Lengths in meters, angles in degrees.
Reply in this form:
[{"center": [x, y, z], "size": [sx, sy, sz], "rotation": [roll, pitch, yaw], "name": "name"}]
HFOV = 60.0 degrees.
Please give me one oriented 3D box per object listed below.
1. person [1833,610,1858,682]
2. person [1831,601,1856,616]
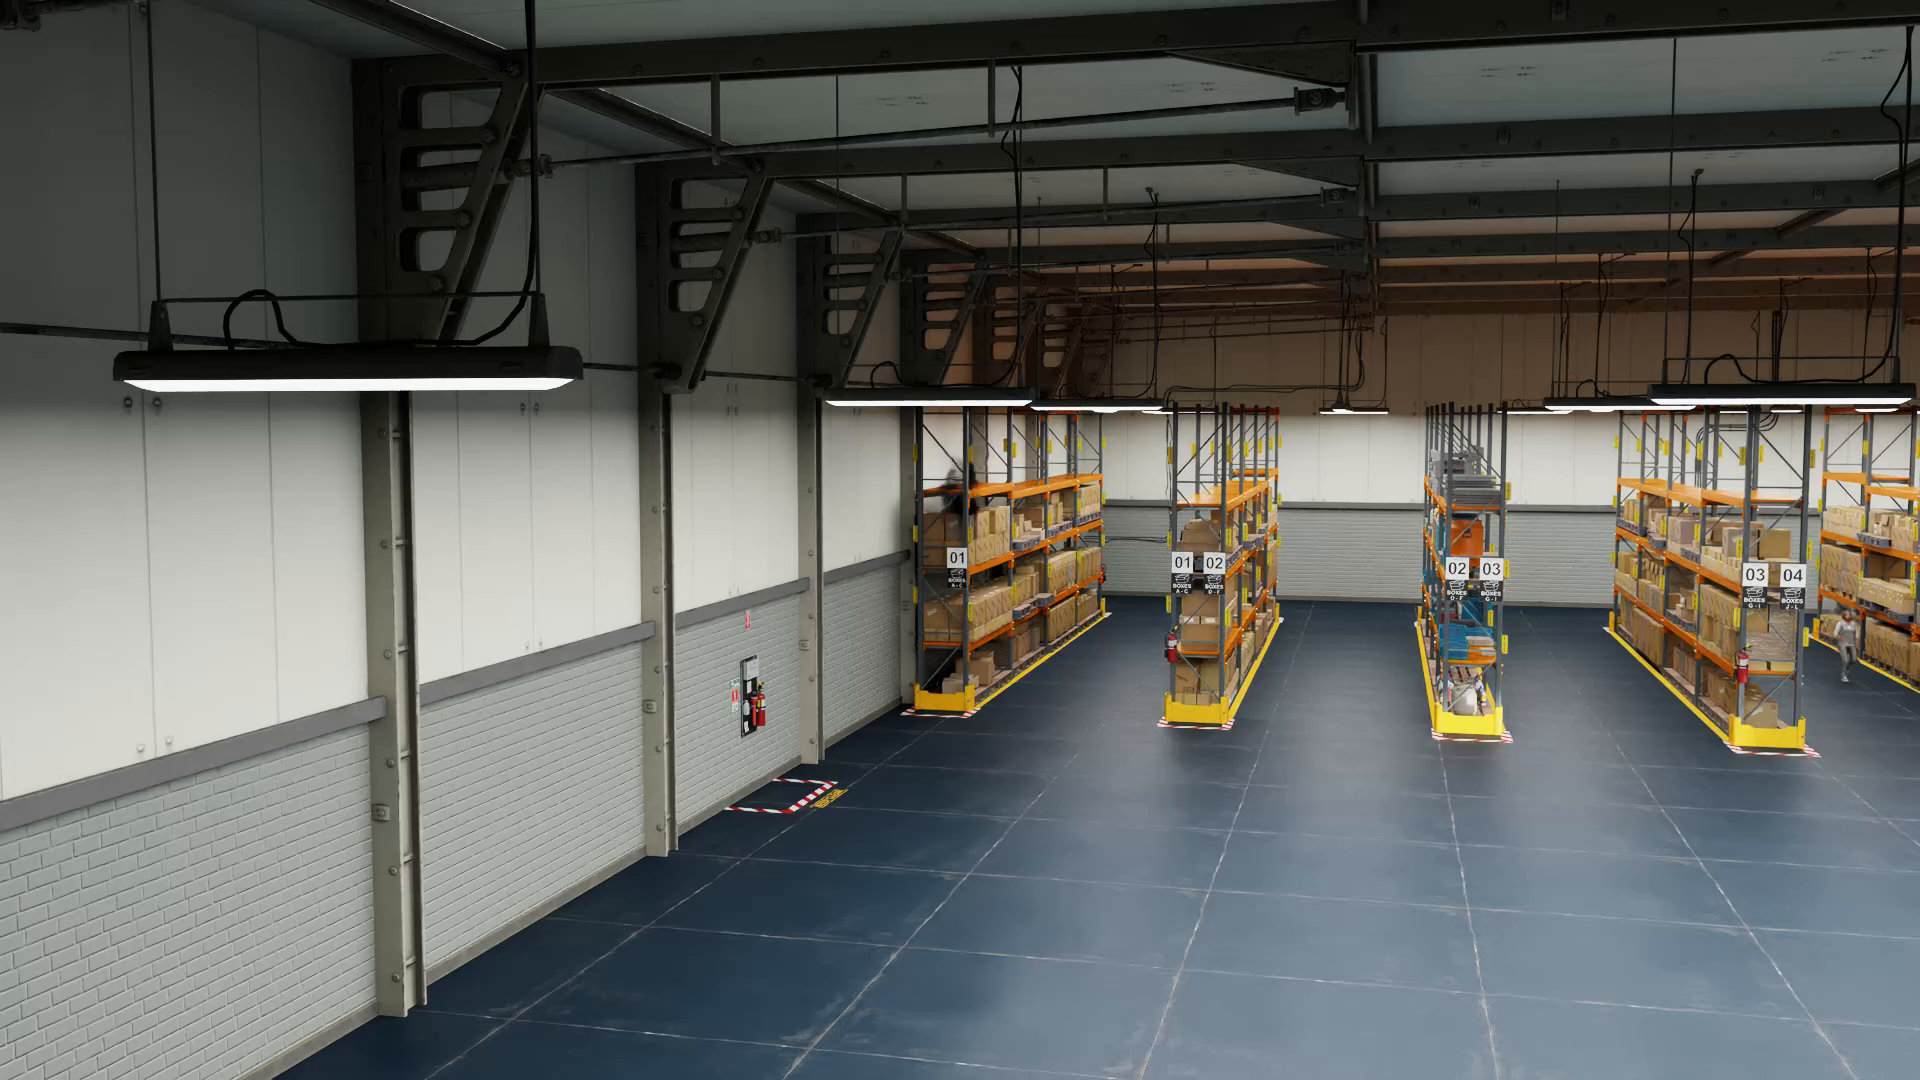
[{"center": [19.170, 2.291, 35.938], "size": [0.530, 1.553, 0.552], "rotation": [1, 4, 9], "name": "person"}, {"center": [23.489, 1.607, 44.201], "size": [1.002, 1.710, 0.748], "rotation": [3, 5, 36], "name": "person"}]
